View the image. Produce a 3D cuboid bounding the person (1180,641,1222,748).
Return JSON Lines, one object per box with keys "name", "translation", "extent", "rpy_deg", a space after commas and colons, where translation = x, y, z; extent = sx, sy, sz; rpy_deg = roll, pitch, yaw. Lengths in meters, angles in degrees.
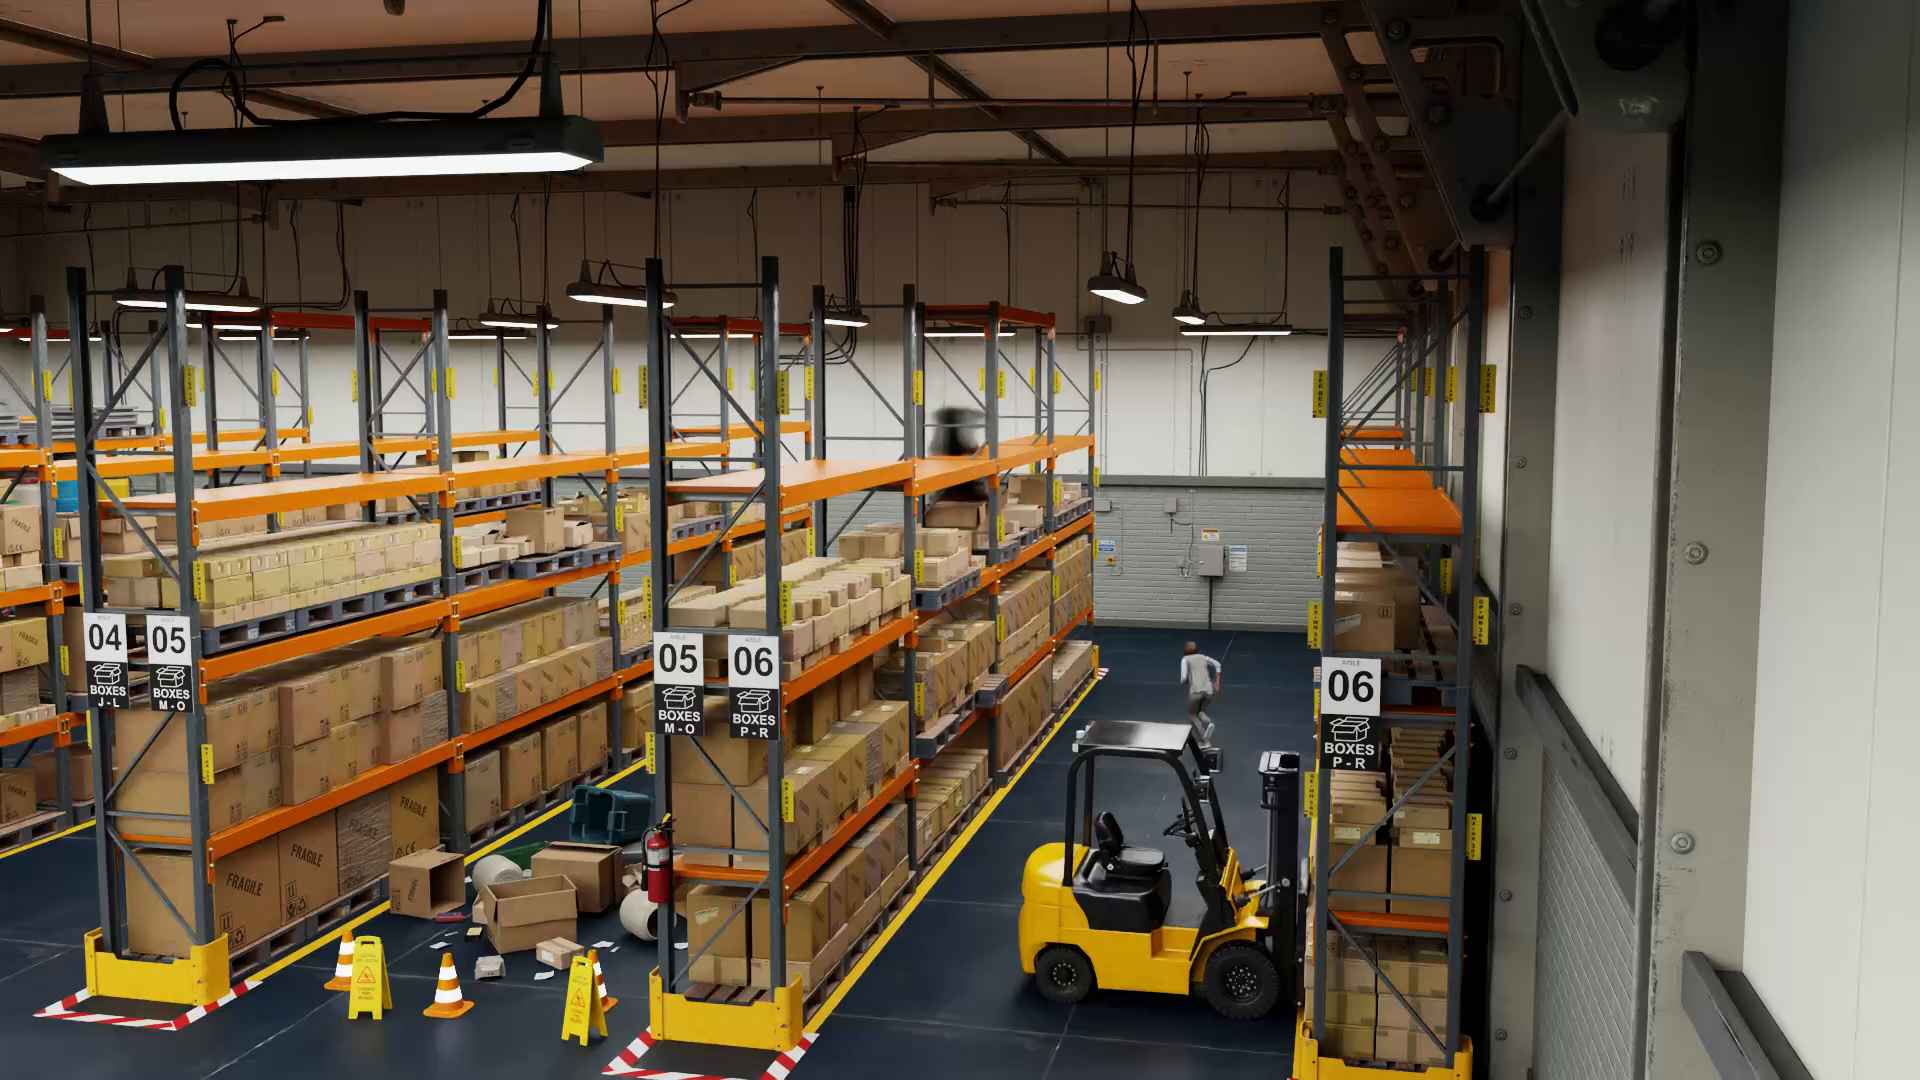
{"name": "person", "translation": [3.348, 2.139, 23.043], "extent": [0.565, 1.432, 0.764], "rpy_deg": [-2, 6, -21]}
